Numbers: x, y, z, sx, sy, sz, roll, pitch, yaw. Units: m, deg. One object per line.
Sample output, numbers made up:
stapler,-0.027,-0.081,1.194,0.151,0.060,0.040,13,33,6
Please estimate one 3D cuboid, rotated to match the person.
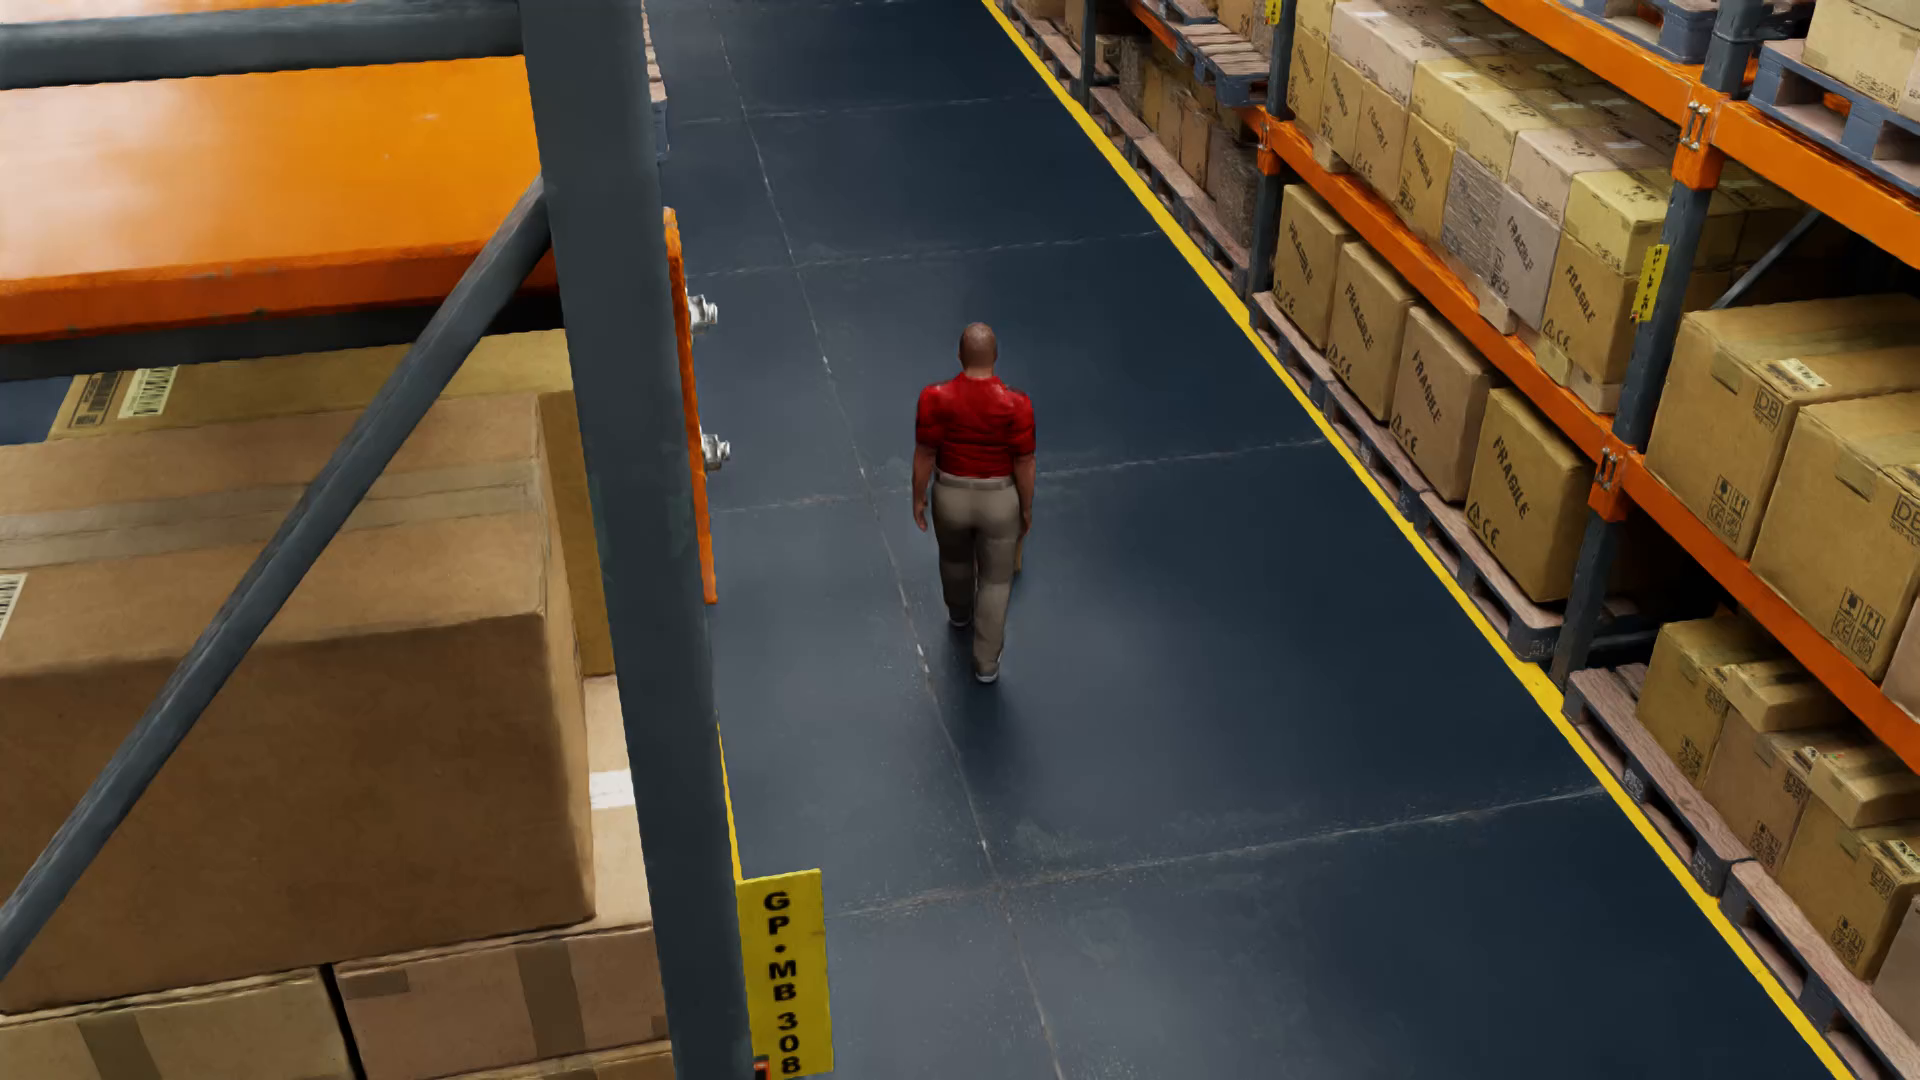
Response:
person,0.090,-0.248,7.515,0.546,1.716,0.726,6,35,9
